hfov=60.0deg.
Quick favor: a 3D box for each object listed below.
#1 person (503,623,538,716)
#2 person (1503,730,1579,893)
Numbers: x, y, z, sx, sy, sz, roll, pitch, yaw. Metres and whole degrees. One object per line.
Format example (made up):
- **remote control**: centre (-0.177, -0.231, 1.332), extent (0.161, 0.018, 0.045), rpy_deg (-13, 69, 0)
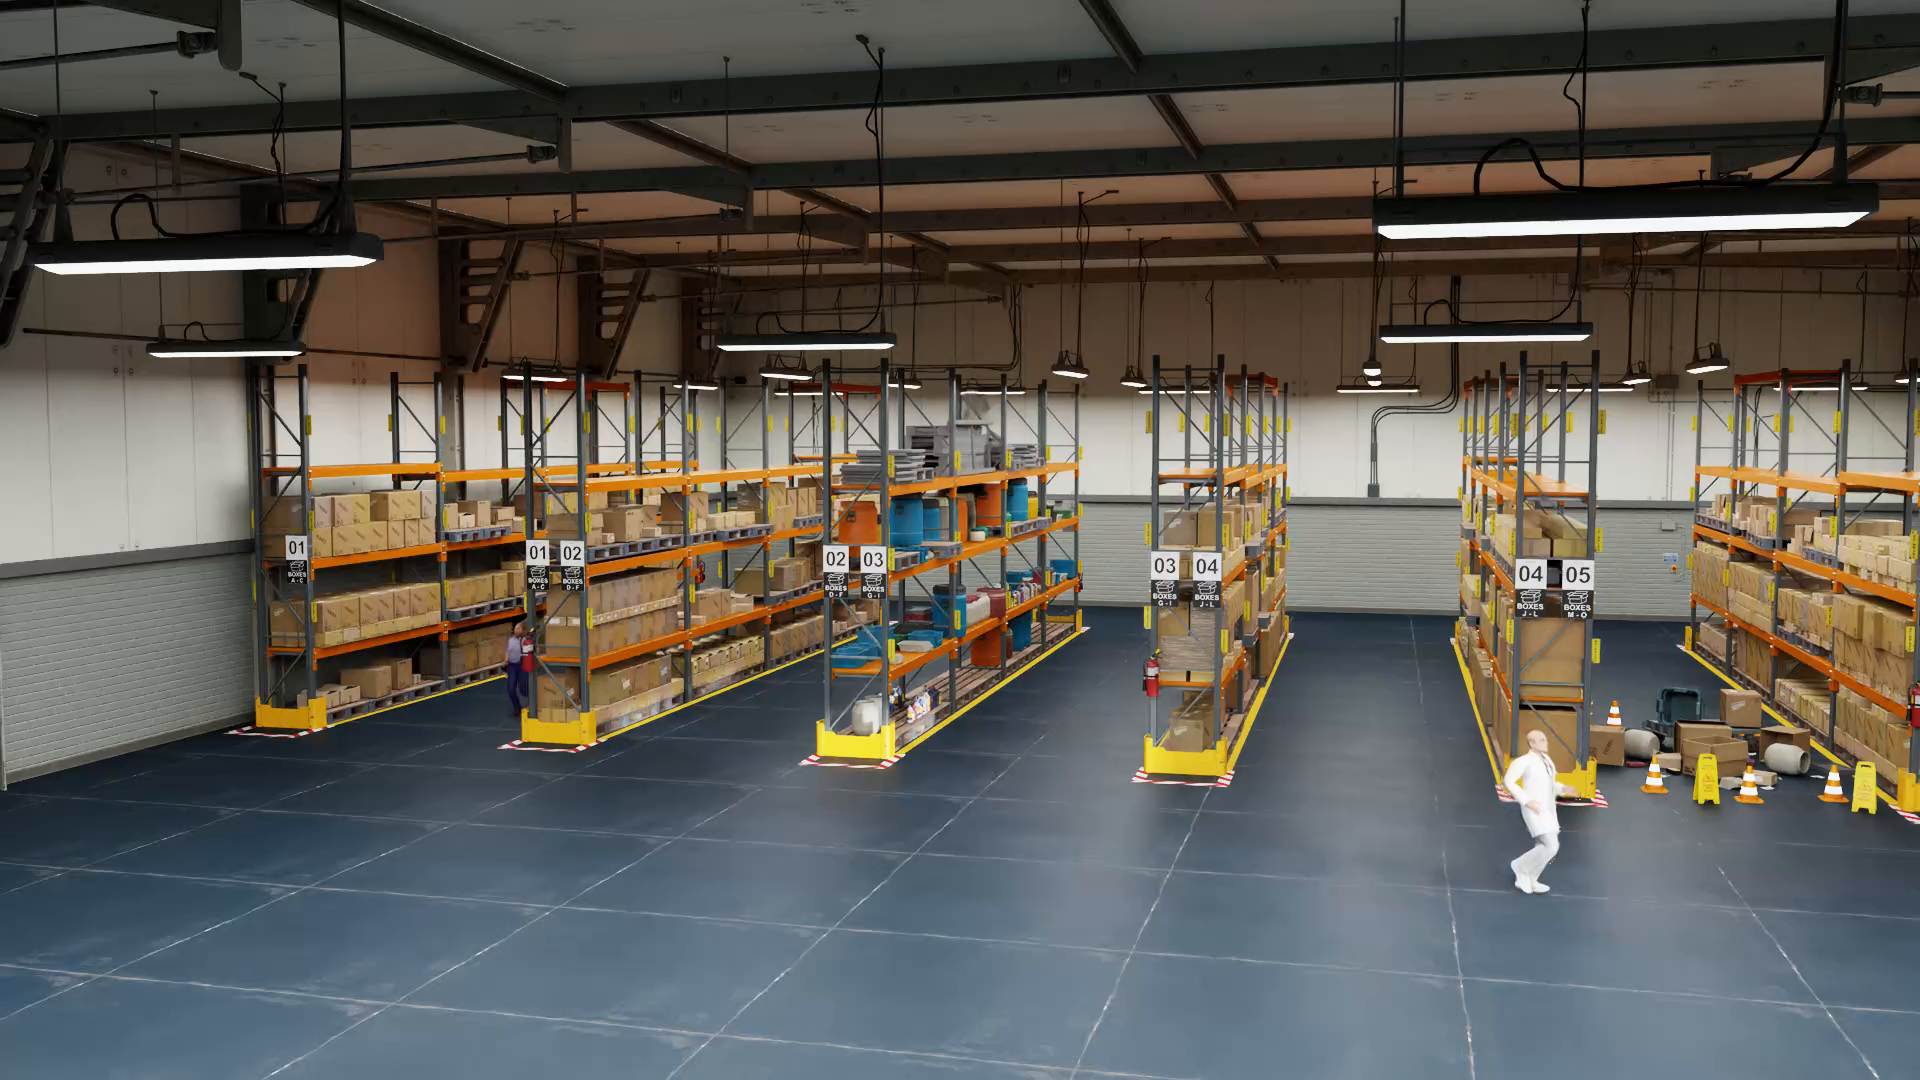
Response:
- **person**: centre (-7.604, 2.225, 28.713), extent (0.605, 1.593, 0.558), rpy_deg (1, 4, 9)
- **person**: centre (6.212, 2.903, 17.691), extent (0.696, 1.736, 0.634), rpy_deg (-4, 6, -44)
